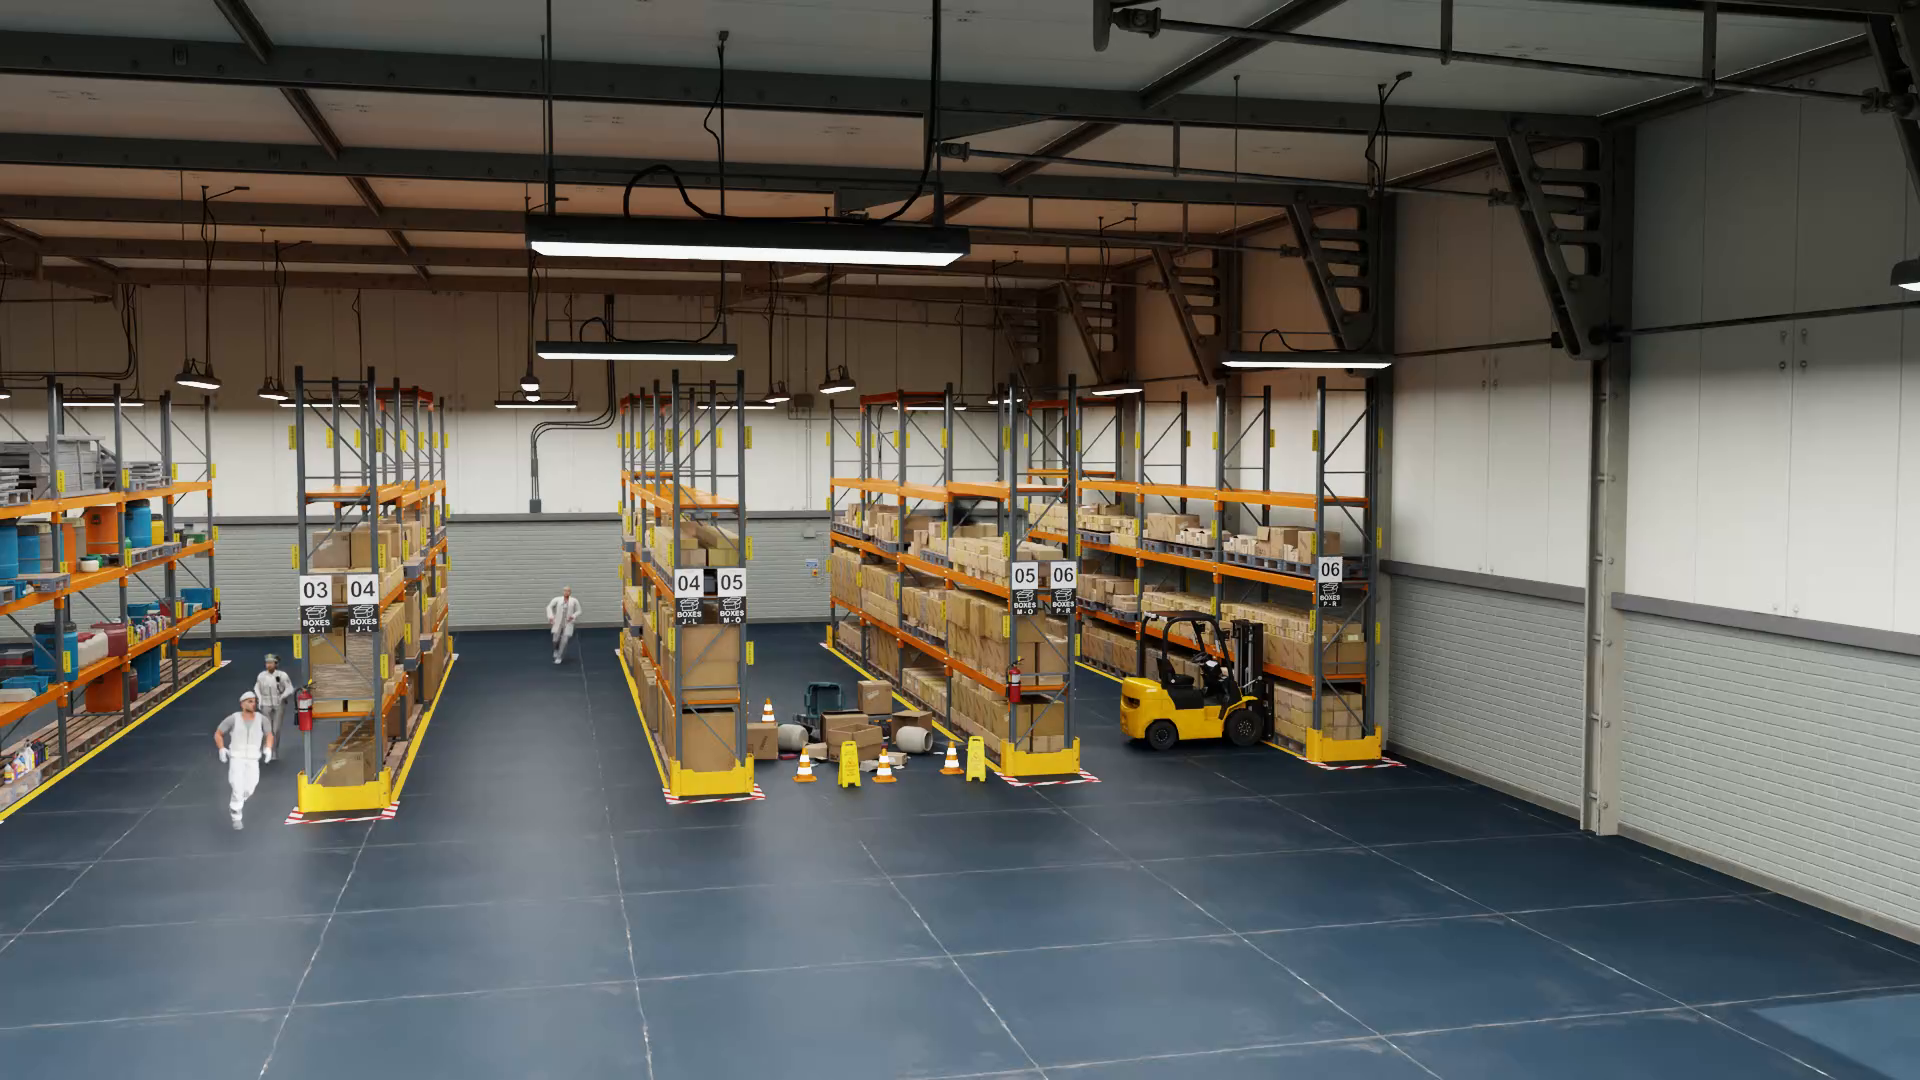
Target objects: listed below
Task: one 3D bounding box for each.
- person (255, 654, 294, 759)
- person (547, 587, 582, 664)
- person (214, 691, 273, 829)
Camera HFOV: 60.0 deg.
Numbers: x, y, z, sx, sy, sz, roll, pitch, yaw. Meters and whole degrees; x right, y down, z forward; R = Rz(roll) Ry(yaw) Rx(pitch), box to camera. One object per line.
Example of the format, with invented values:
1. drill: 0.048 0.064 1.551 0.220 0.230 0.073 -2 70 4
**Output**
1. person: -10.811 2.615 26.183 0.605 1.669 0.557 -1 3 -12
2. person: -8.927 1.911 37.532 0.763 1.722 0.592 -1 4 -14
3. person: -9.330 2.846 21.698 0.715 1.743 0.602 -2 4 -35
